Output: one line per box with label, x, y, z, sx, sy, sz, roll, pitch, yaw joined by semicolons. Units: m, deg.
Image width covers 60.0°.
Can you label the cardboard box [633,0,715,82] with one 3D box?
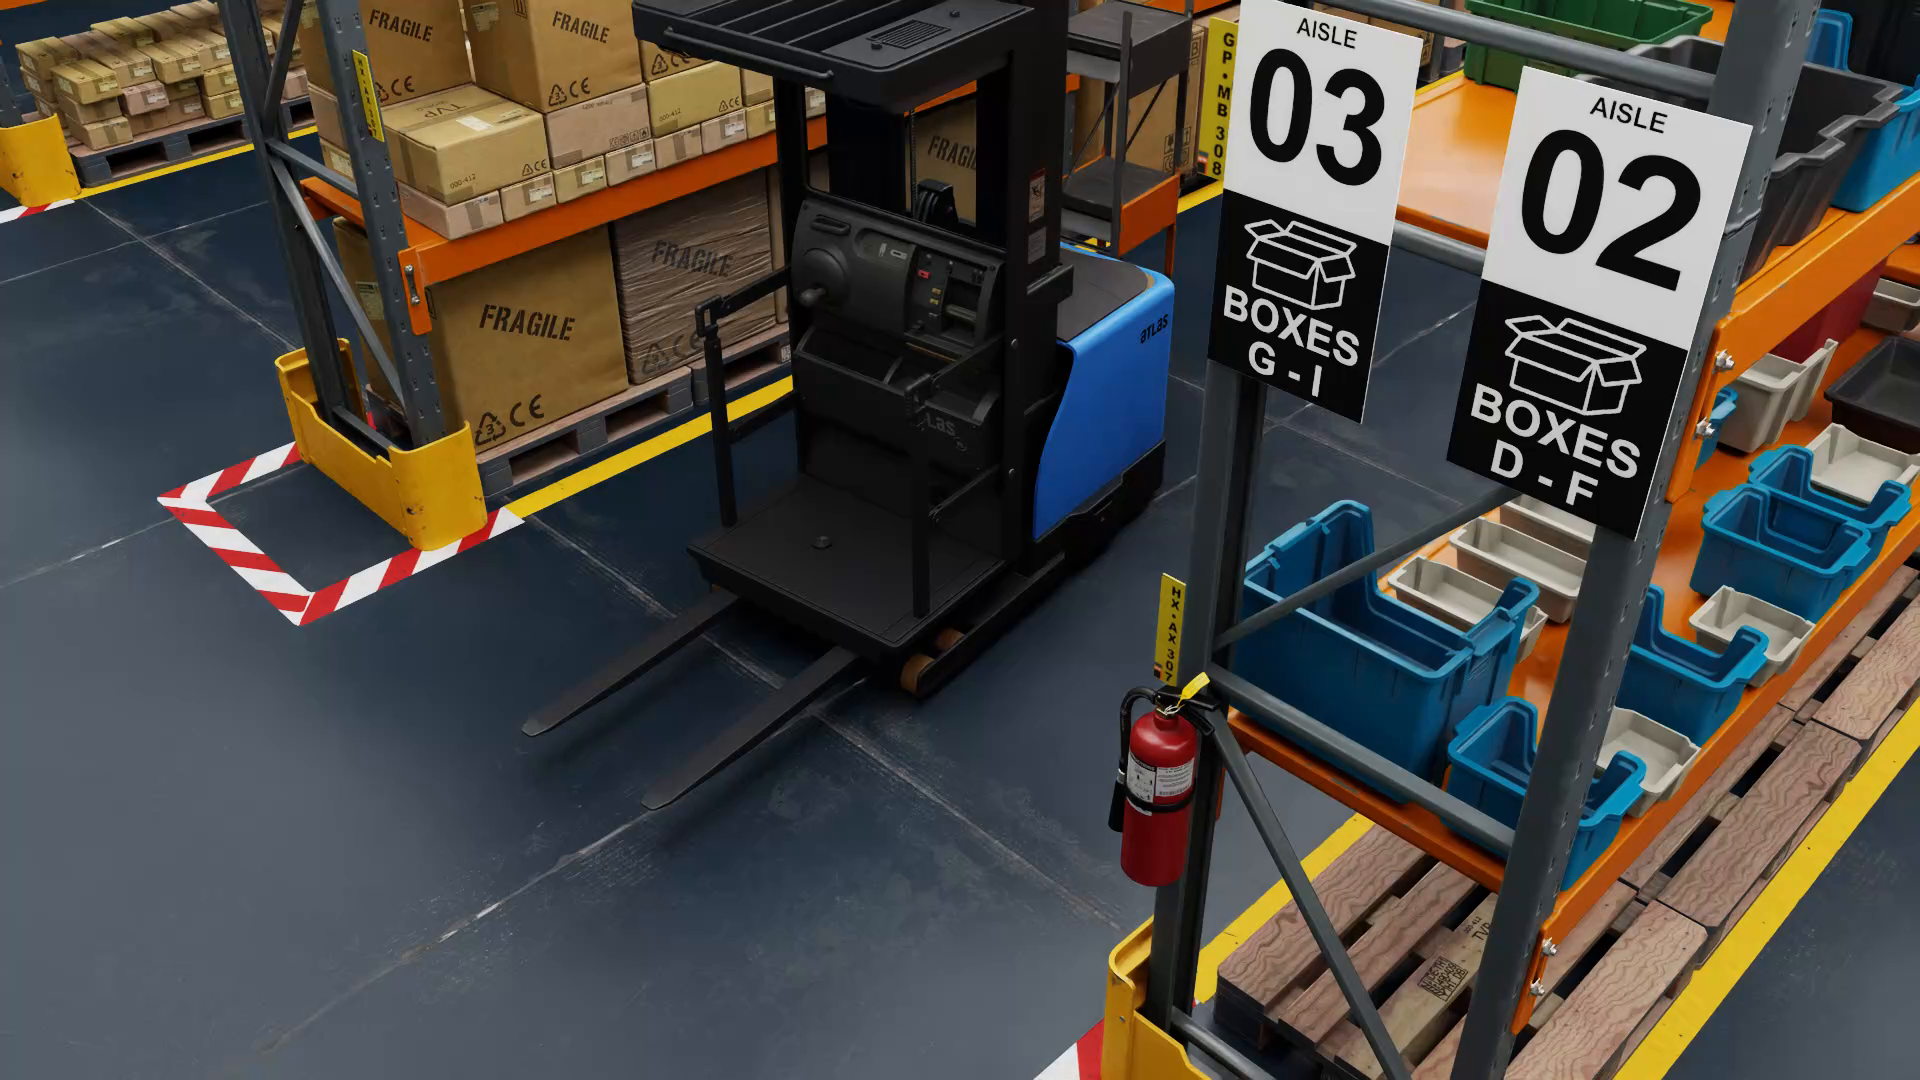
cardboard box;-1.337;-2.350;7.212;0.500;0.500;0.500;28;44;34

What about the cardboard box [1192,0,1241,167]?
cardboard box;1.304;-3.035;10.470;1.225;0.875;0.875;28;44;34

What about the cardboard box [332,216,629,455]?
cardboard box;-2.186;-1.073;7.656;0.875;0.875;0.875;30;45;35

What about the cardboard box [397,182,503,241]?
cardboard box;-2.095;-1.388;6.837;0.250;0.149;0.380;-29;44;-35

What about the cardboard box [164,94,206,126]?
cardboard box;-5.136;-2.849;10.838;0.250;0.149;0.380;-29;44;-35

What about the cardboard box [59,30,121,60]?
cardboard box;-5.617;-3.163;10.768;0.250;0.149;0.380;-29;44;-35

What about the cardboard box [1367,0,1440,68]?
cardboard box;2.556;-3.756;11.504;1.225;0.875;0.875;27;43;33

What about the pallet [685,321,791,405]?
pallet;-1.212;-1.185;8.765;1.003;0.211;1.213;30;45;35

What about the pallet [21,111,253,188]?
pallet;-5.377;-2.722;10.969;1.003;0.211;1.213;30;45;35

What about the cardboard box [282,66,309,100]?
cardboard box;-4.528;-3.117;11.222;0.380;0.149;0.250;27;43;33

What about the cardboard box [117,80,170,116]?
cardboard box;-5.244;-2.842;10.568;0.380;0.149;0.250;29;44;35

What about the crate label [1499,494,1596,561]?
crate label;1.775;-0.039;4.861;0.396;0.136;0.243;30;45;35

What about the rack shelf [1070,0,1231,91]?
rack shelf;1.648;-3.620;10.448;1.077;0.370;4.000;30;45;35

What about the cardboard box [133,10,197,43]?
cardboard box;-5.298;-3.398;11.106;0.380;0.149;0.250;28;43;34

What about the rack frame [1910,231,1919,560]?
rack frame;3.753;-1.107;6.215;1.000;3.000;0.127;30;45;35

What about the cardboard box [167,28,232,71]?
cardboard box;-4.925;-3.188;10.803;0.380;0.149;0.250;27;43;33

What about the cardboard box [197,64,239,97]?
cardboard box;-4.877;-3.038;10.849;0.250;0.149;0.380;-28;44;-34

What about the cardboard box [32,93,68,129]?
cardboard box;-5.805;-2.820;10.797;0.250;0.149;0.380;-29;44;-35

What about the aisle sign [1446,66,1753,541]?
aisle sign;1.095;-0.401;2.930;0.394;0.787;0.004;30;45;35

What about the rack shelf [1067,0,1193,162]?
rack shelf;0.666;-1.968;7.037;0.431;0.518;0.480;24;41;30

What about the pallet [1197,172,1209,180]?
pallet;1.588;-2.801;11.082;1.003;0.211;1.213;30;45;35

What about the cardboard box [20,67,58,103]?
cardboard box;-5.859;-2.974;10.757;0.380;0.149;0.250;28;44;34

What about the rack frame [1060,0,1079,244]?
rack frame;0.239;-3.103;9.078;1.000;3.000;0.127;30;45;35

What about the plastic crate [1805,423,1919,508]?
plastic crate;2.740;-0.196;5.086;0.293;0.136;0.466;30;45;35

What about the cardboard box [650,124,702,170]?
cardboard box;-1.373;-1.806;7.437;0.380;0.149;0.250;29;44;34

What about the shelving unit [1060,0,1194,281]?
shelving unit;0.666;-1.406;7.430;0.431;2.100;0.503;24;41;30

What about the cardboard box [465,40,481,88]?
cardboard box;-2.069;-2.050;7.438;0.500;0.250;0.500;29;44;35

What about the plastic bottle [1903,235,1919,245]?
plastic bottle;3.802;-1.347;6.667;0.152;0.276;0.135;30;45;35

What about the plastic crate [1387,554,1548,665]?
plastic crate;1.381;0.196;4.525;0.396;0.136;0.243;30;45;35

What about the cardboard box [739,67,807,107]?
cardboard box;-0.968;-2.256;7.734;0.500;0.250;0.500;29;44;34

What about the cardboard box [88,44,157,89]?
cardboard box;-5.309;-3.003;10.539;0.250;0.149;0.380;-29;44;-35

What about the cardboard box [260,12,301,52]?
cardboard box;-4.505;-3.385;11.086;0.250;0.149;0.380;-29;44;-35

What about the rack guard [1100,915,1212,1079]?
rack guard;0.927;1.557;4.581;1.175;0.500;0.348;30;45;35

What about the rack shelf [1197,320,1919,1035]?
rack shelf;2.344;0.000;5.257;1.077;0.370;4.000;30;45;35

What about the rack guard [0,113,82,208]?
rack guard;-5.975;-2.525;10.434;1.175;0.500;0.348;30;45;35

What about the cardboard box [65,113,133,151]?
cardboard box;-5.432;-2.606;10.490;0.250;0.149;0.380;-29;44;-35

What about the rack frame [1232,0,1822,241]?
rack frame;0.935;-1.944;2.171;1.000;3.000;0.127;30;45;35

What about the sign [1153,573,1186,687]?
sign;0.533;0.234;4.149;0.100;0.325;0.005;30;45;35

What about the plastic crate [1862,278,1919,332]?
plastic crate;3.324;-0.892;6.085;0.396;0.136;0.243;30;45;35

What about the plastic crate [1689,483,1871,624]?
plastic crate;2.270;0.059;4.638;0.416;0.233;0.300;30;45;35

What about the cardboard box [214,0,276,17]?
cardboard box;-4.883;-3.592;11.384;0.380;0.149;0.250;28;44;34

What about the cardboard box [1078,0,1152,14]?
cardboard box;0.740;-3.230;9.172;0.500;0.500;0.500;-30;45;-35

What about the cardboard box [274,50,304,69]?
cardboard box;-4.595;-3.311;11.240;0.250;0.149;0.380;-27;43;-33

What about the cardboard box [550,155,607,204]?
cardboard box;-1.735;-1.597;7.137;0.380;0.149;0.250;28;44;34

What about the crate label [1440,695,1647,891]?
crate label;1.343;0.593;3.871;0.416;0.233;0.303;30;45;35

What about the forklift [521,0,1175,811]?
forklift;-0.377;-0.919;6.006;1.130;2.935;3.031;24;41;30

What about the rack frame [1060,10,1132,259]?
rack frame;0.519;-1.294;7.271;0.400;2.100;0.015;24;41;30

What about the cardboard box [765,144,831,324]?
cardboard box;-0.917;-1.803;8.704;0.875;0.875;0.875;30;45;35

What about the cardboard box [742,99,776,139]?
cardboard box;-1.013;-2.013;7.733;0.380;0.149;0.250;28;44;34

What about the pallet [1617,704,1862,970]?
pallet;2.403;0.848;5.849;1.003;0.211;1.213;30;45;35

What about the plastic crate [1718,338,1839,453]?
plastic crate;2.547;-0.538;5.450;0.437;0.282;0.530;30;45;35

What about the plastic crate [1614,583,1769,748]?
plastic crate;1.807;0.326;4.255;0.416;0.233;0.300;30;45;35

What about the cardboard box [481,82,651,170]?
cardboard box;-1.688;-1.840;7.137;0.500;0.250;0.500;29;44;35

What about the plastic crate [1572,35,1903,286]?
plastic crate;1.404;-0.704;3.130;0.497;0.269;0.590;30;45;35

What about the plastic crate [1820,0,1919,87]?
plastic crate;2.207;-1.198;3.777;0.504;0.338;0.767;30;45;35

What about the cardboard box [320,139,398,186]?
cardboard box;-2.562;-1.654;7.219;0.250;0.149;0.380;-29;44;-35

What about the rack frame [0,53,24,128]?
rack frame;-6.028;-3.520;9.675;1.000;3.000;0.127;30;45;35

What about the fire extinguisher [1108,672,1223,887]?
fire extinguisher;0.506;0.579;4.191;0.296;0.674;0.183;30;45;35

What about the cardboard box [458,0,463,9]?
cardboard box;-3.598;-3.918;11.850;0.380;0.149;0.250;29;44;35
